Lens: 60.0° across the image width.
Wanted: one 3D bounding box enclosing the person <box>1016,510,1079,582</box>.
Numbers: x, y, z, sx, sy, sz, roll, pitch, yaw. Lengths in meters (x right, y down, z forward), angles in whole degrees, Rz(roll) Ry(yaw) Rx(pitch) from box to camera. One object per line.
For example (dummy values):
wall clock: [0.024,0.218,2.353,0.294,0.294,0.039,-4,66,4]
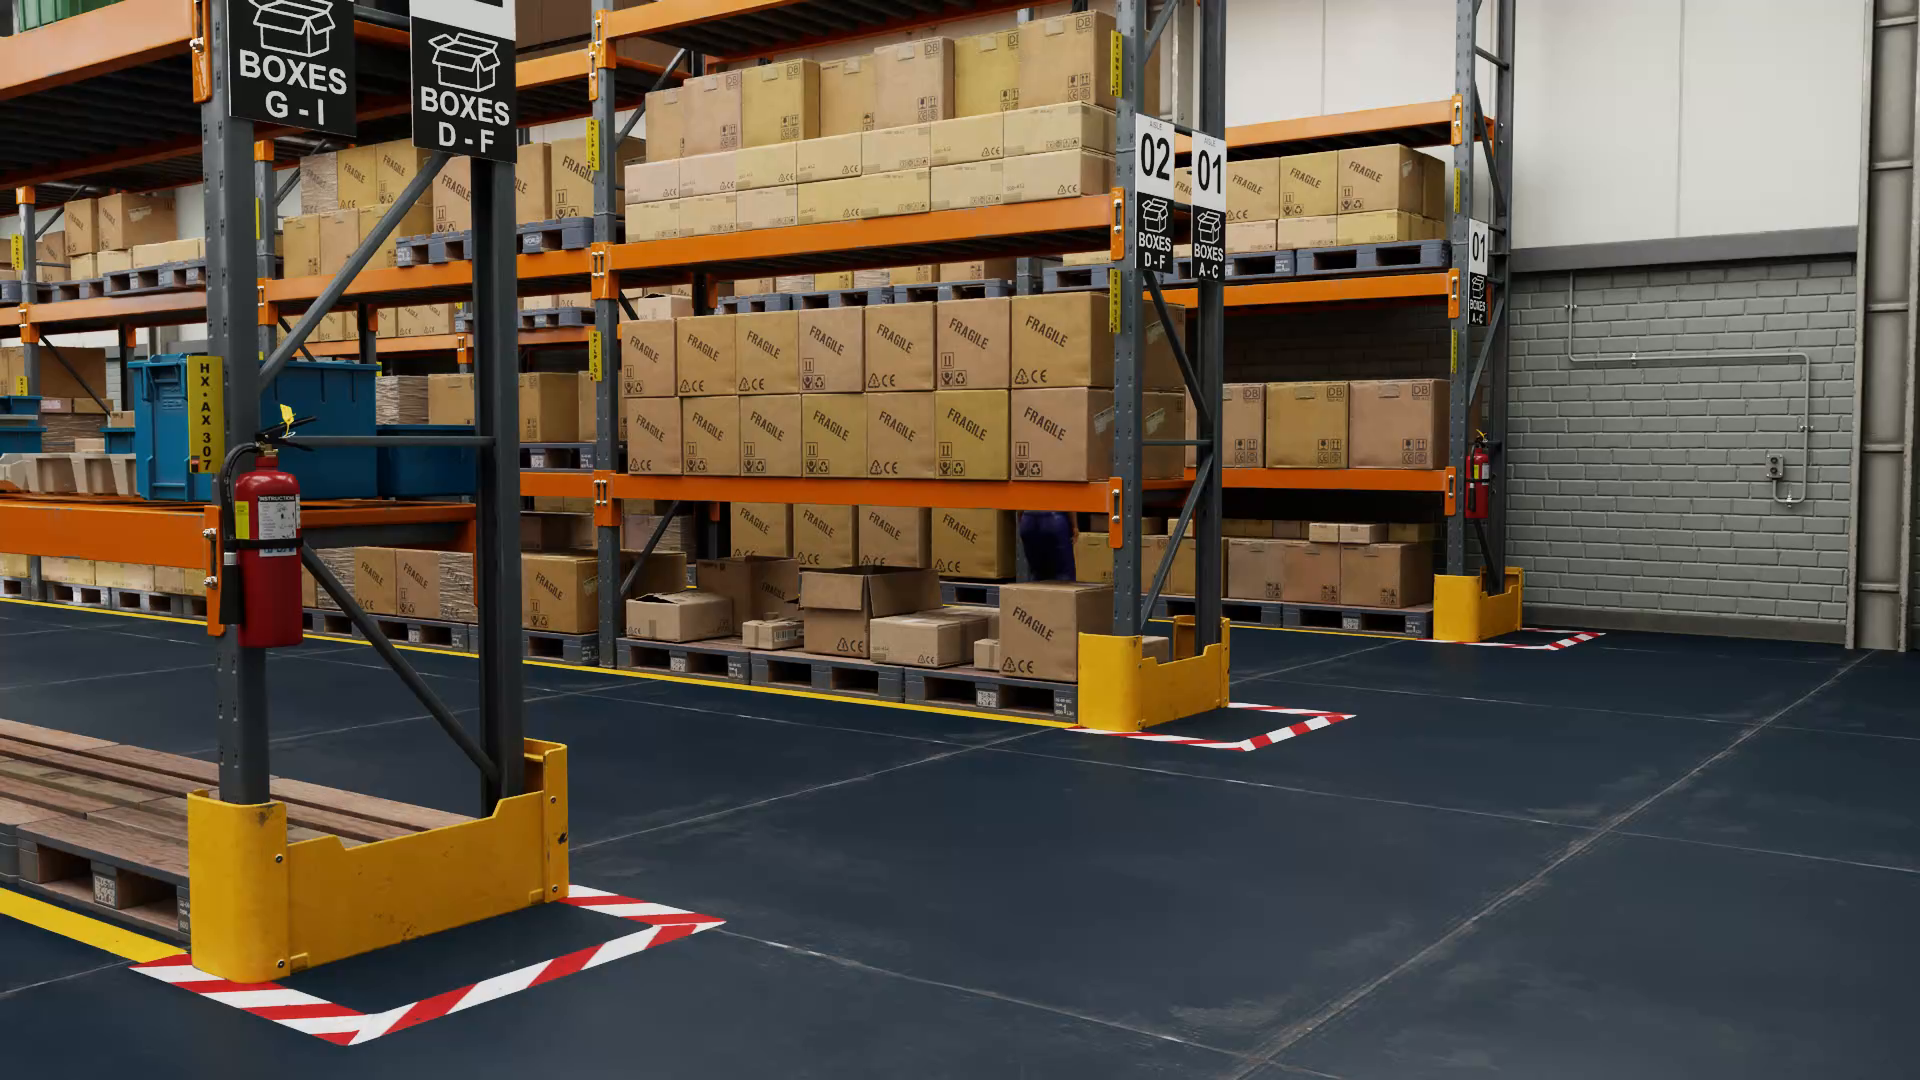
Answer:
person: [0.717,-0.085,13.195,0.560,1.651,0.426,2,4,32]
